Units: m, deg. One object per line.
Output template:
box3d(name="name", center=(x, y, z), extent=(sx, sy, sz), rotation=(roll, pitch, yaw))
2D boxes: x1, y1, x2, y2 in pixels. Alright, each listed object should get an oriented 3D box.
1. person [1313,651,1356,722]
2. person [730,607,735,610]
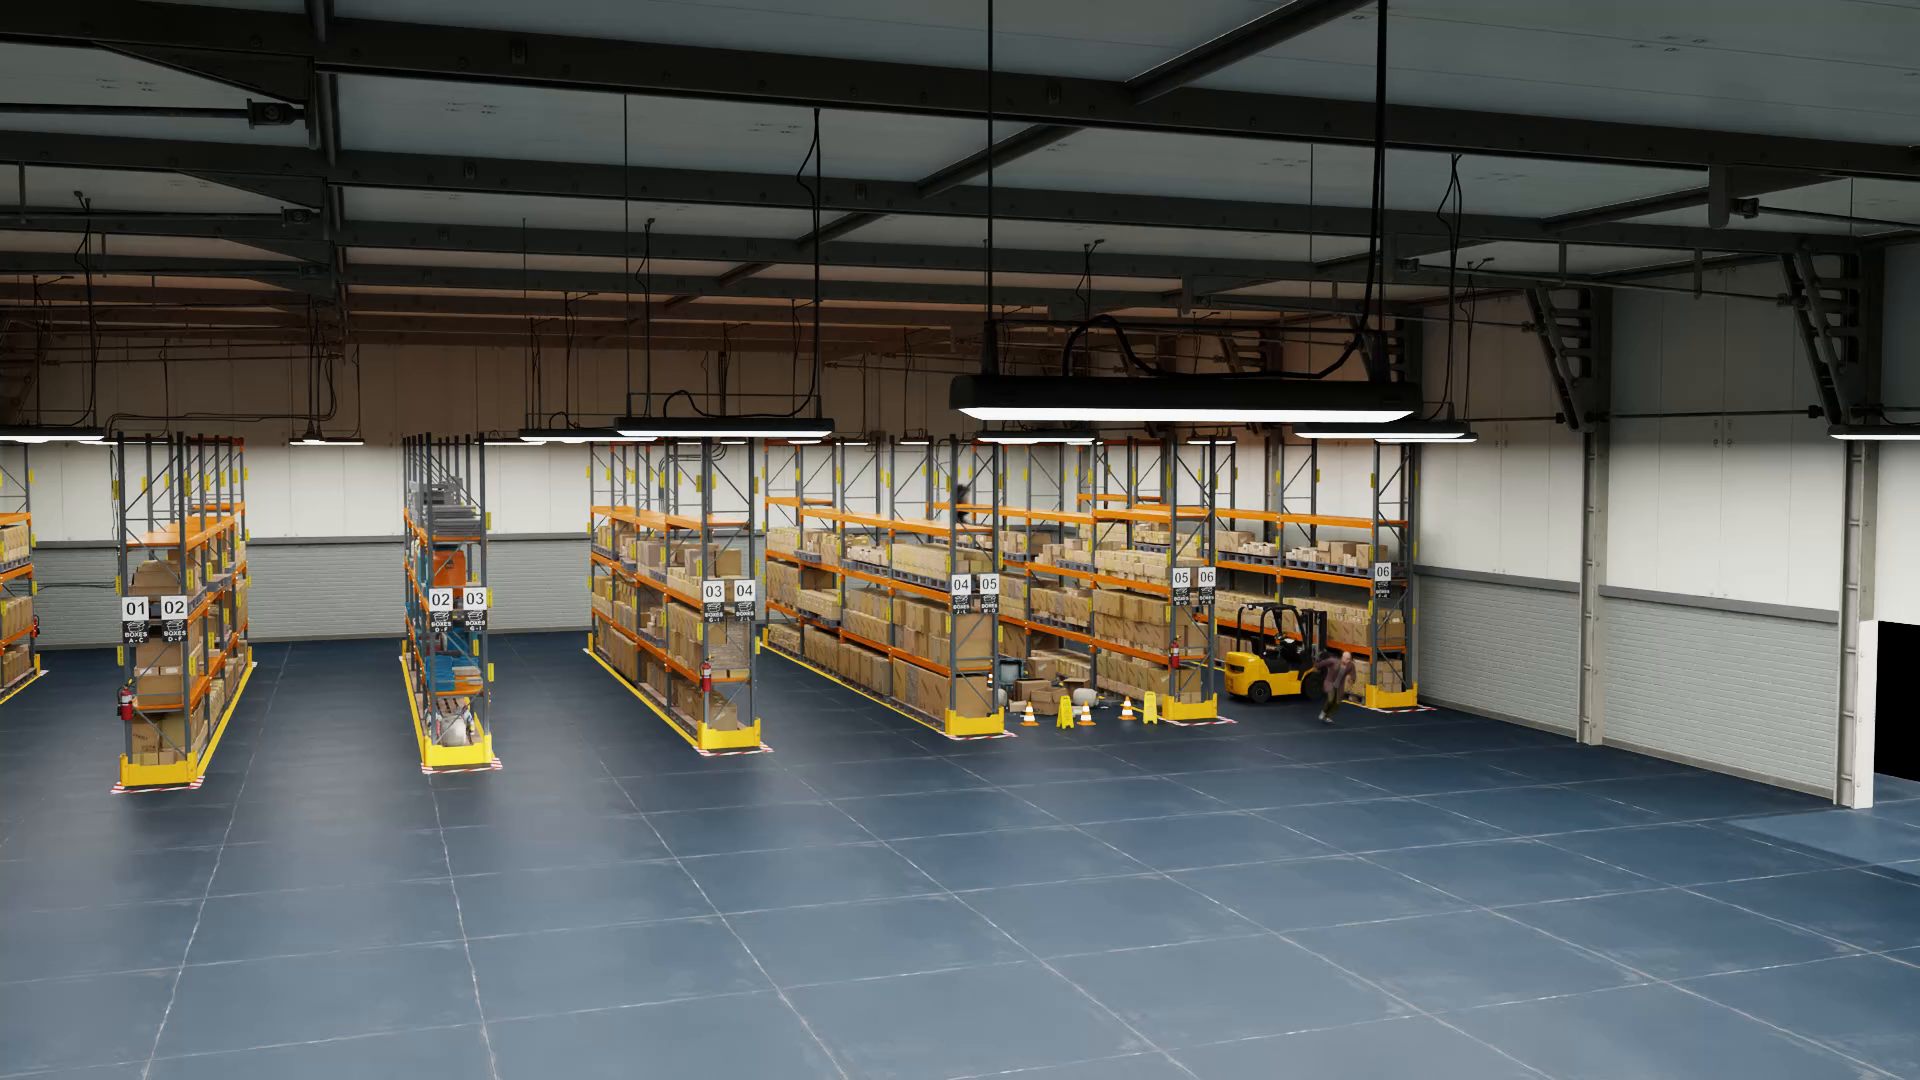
box3d(name="person", center=(7.794, 3.038, 34.367), extent=(0.713, 1.544, 1.040), rotation=(-1, 3, -9))
box3d(name="person", center=(-6.687, 2.281, 47.824), extent=(0.583, 1.616, 0.653), rotation=(0, 3, 8))
